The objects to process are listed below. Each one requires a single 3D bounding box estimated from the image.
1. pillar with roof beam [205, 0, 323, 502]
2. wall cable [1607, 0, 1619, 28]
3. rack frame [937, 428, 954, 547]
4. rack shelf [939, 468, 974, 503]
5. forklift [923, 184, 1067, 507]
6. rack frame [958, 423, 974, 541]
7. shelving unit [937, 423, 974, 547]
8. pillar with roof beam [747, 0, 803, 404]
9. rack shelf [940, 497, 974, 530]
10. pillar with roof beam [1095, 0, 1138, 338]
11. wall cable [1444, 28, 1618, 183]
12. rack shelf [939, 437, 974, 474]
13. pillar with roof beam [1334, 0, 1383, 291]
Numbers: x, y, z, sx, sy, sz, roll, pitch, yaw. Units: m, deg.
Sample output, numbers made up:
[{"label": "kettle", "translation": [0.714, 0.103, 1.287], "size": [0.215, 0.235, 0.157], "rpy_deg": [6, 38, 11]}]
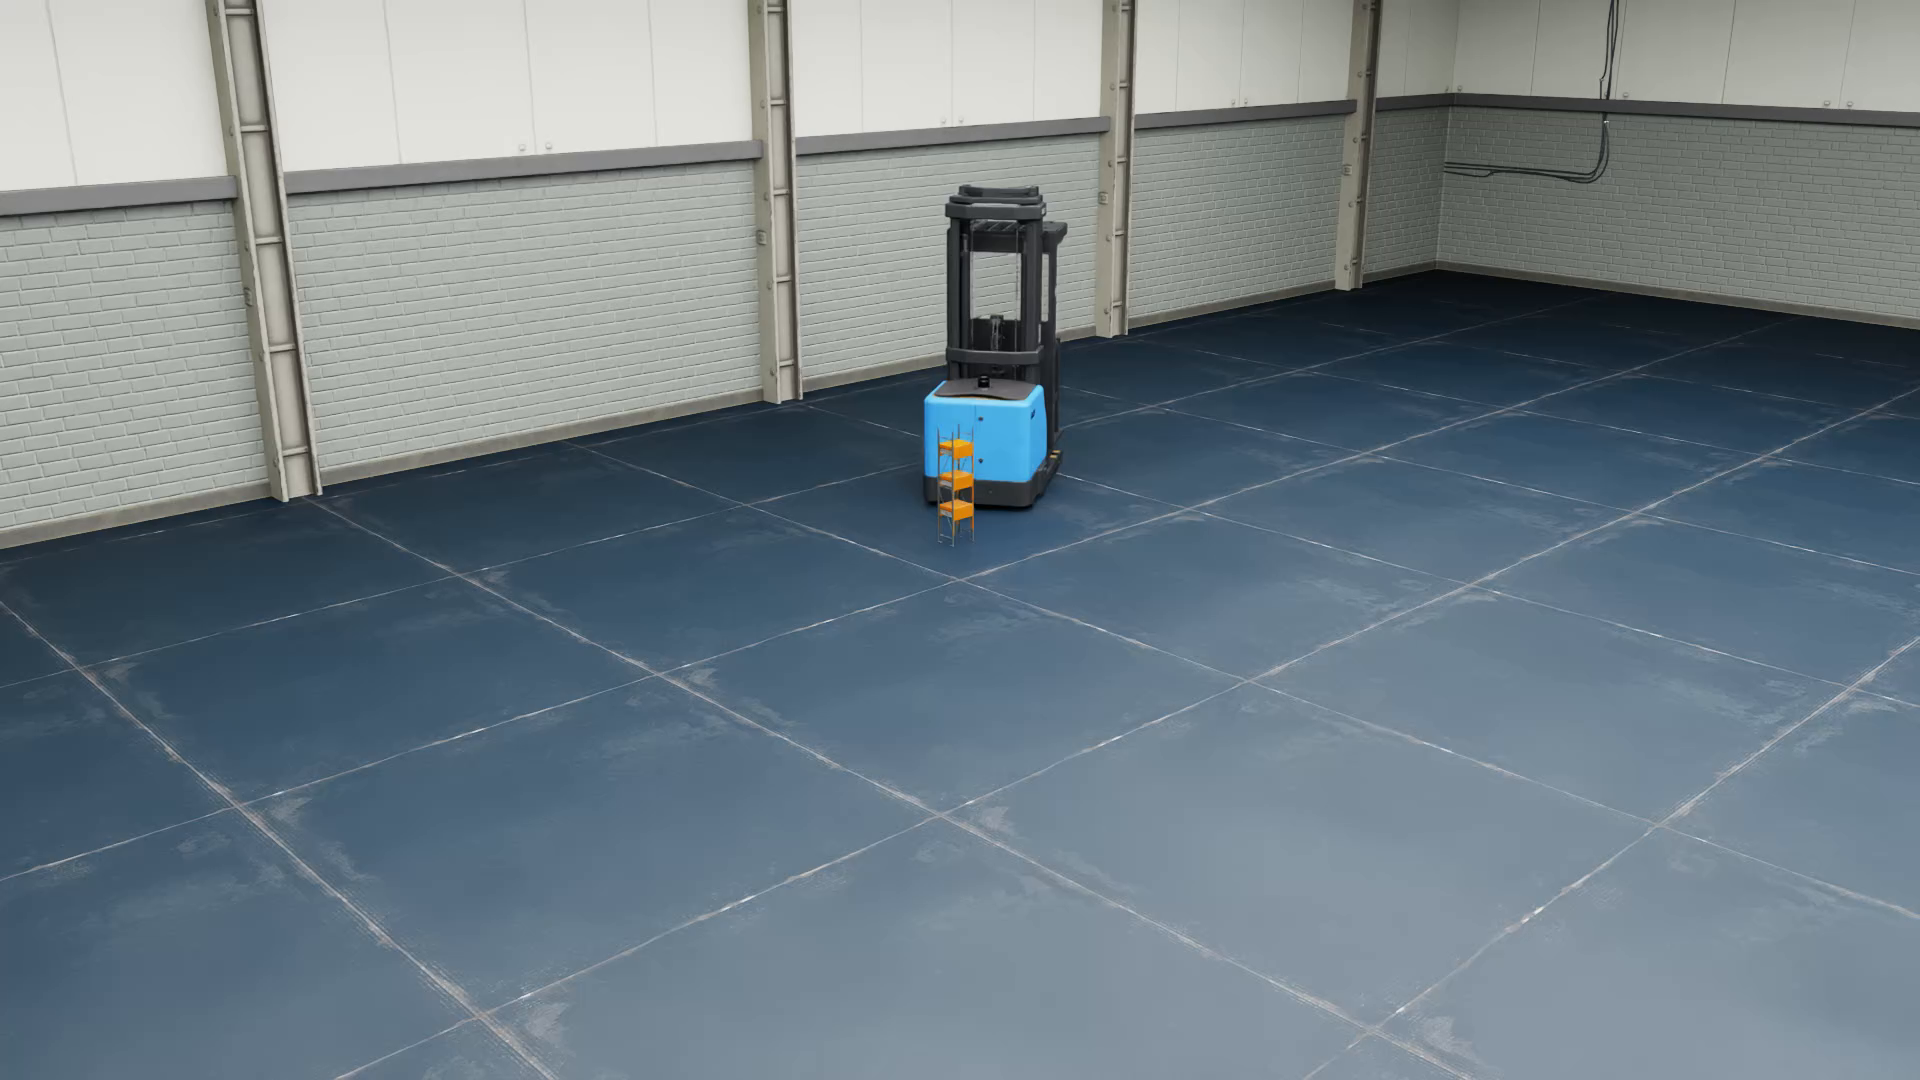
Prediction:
[{"label": "pillar with roof beam", "translation": [-3.565, -3.760, 11.990], "size": [0.400, 9.000, 9.100], "rpy_deg": [-16, 24, -41]}, {"label": "wall cable", "translation": [11.464, -9.186, 25.571], "size": [0.112, 2.526, 3.097], "rpy_deg": [-16, 24, -41]}, {"label": "rack frame", "translation": [-0.128, -0.462, 14.708], "size": [0.008, 1.050, 0.200], "rpy_deg": [-16, 24, -41]}, {"label": "rack shelf", "translation": [-0.039, -0.478, 14.791], "size": [0.240, 0.259, 0.215], "rpy_deg": [-16, 24, -41]}, {"label": "forklift", "translation": [0.463, -2.125, 16.786], "size": [1.130, 2.935, 3.031], "rpy_deg": [4, 18, 12]}, {"label": "rack frame", "translation": [0.050, -0.514, 14.868], "size": [0.008, 1.050, 0.200], "rpy_deg": [-16, 24, -41]}, {"label": "shelving unit", "translation": [-0.039, -0.488, 14.788], "size": [0.252, 1.050, 0.215], "rpy_deg": [-16, 24, -41]}, {"label": "pillar with roof beam", "translation": [0.795, -5.031, 15.912], "size": [0.400, 9.000, 9.100], "rpy_deg": [-16, 24, -41]}, {"label": "rack shelf", "translation": [-0.039, -0.214, 14.877], "size": [0.240, 0.259, 0.215], "rpy_deg": [-16, 24, -41]}, {"label": "pillar with roof beam", "translation": [5.155, -6.303, 19.833], "size": [0.400, 9.000, 9.100], "rpy_deg": [-16, 24, -41]}, {"label": "wall cable", "translation": [9.606, -7.390, 28.220], "size": [0.112, 2.526, 3.097], "rpy_deg": [-16, 24, -41]}, {"label": "rack shelf", "translation": [-0.039, -0.748, 14.704], "size": [0.240, 0.259, 0.215], "rpy_deg": [-16, 24, -41]}, {"label": "pillar with roof beam", "translation": [9.514, -7.574, 23.754], "size": [0.400, 9.000, 9.100], "rpy_deg": [-16, 24, -41]}]
